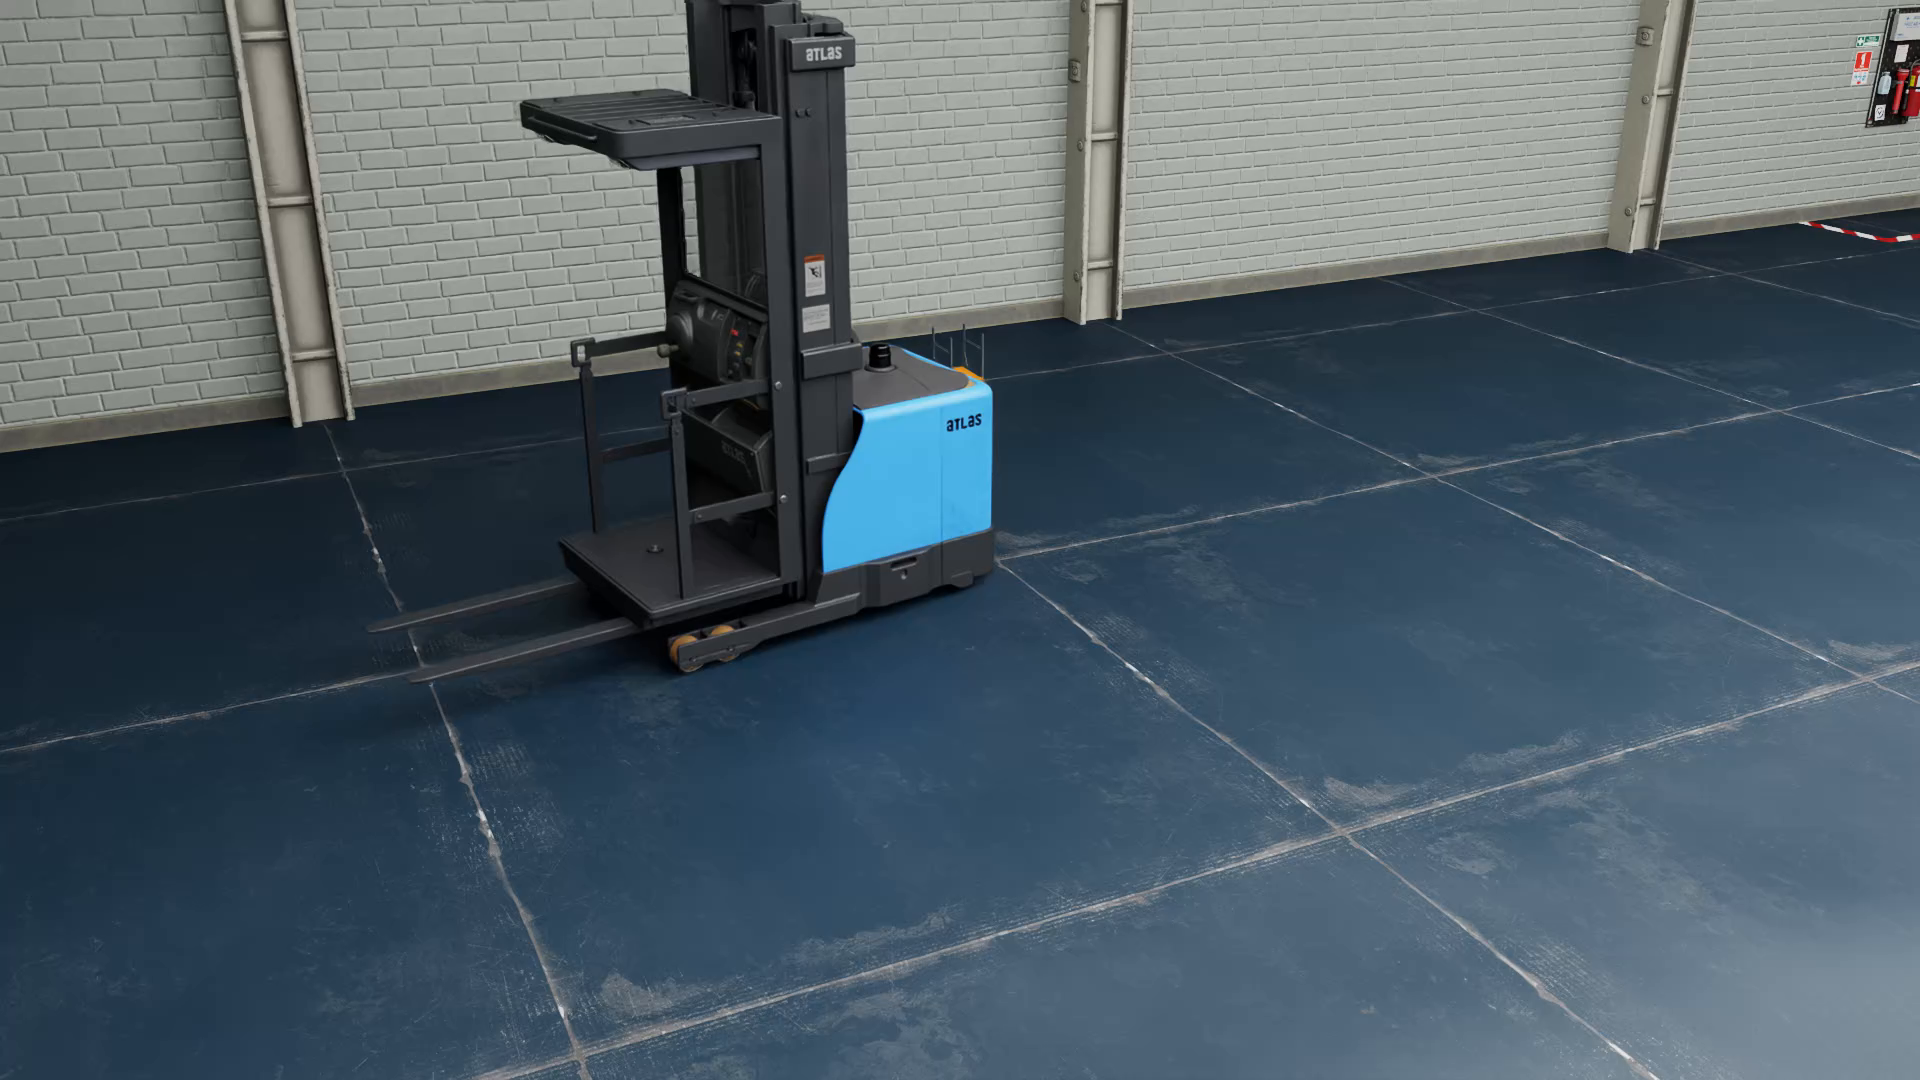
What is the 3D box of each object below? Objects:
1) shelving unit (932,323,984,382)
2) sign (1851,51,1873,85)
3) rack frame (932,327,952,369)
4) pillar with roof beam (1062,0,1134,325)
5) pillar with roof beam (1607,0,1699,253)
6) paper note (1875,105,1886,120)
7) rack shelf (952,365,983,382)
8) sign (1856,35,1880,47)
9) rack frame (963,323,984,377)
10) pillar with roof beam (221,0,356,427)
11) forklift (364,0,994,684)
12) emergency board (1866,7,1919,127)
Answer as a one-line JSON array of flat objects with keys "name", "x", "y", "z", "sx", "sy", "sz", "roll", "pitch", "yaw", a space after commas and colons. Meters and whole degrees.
[{"name": "shelving unit", "x": -0.013, "y": -0.552, "z": 9.015, "sx": 0.189, "sy": 1.200, "sz": 0.258, "roll": -10, "pitch": 25, "yaw": -24}, {"name": "sign", "x": 9.111, "y": -4.769, "z": 16.802, "sx": 0.234, "sy": 0.329, "sz": 0.001, "roll": -10, "pitch": 25, "yaw": -24}, {"name": "rack frame", "x": -0.095, "y": -0.537, "z": 8.978, "sx": 0.006, "sy": 1.200, "sz": 0.240, "roll": -10, "pitch": 25, "yaw": -24}, {"name": "pillar with roof beam", "x": 2.951, "y": -4.503, "z": 8.363, "sx": 0.400, "sy": 9.000, "sz": 9.100, "roll": -10, "pitch": 25, "yaw": -24}, {"name": "pillar with roof beam", "x": 8.358, "y": -5.498, "z": 10.767, "sx": 0.400, "sy": 9.000, "sz": 9.100, "roll": -10, "pitch": 25, "yaw": -24}, {"name": "paper note", "x": 9.464, "y": -4.396, "z": 17.100, "sx": 0.142, "sy": 0.148, "sz": 0.016, "roll": -10, "pitch": 25, "yaw": -24}, {"name": "rack shelf", "x": -0.013, "y": -0.844, "z": 8.894, "sx": 0.180, "sy": 0.103, "sz": 0.258, "roll": -10, "pitch": 25, "yaw": -24}, {"name": "sign", "x": 9.119, "y": -5.011, "z": 16.695, "sx": 0.331, "sy": 0.109, "sz": 0.001, "roll": -10, "pitch": 25, "yaw": -24}, {"name": "rack frame", "x": 0.069, "y": -0.567, "z": 9.051, "sx": 0.006, "sy": 1.200, "sz": 0.240, "roll": -10, "pitch": 25, "yaw": -24}, {"name": "pillar with roof beam", "x": -2.455, "y": -3.508, "z": 5.959, "sx": 0.400, "sy": 9.000, "sz": 9.100, "roll": -10, "pitch": 25, "yaw": -24}, {"name": "forklift", "x": -1.323, "y": -0.968, "z": 7.756, "sx": 3.031, "sy": 2.935, "sz": 1.130, "roll": -15, "pitch": 27, "yaw": -32}, {"name": "emergency board", "x": 9.654, "y": -4.809, "z": 16.945, "sx": 0.643, "sy": 1.169, "sz": 0.194, "roll": -10, "pitch": 25, "yaw": -24}]
